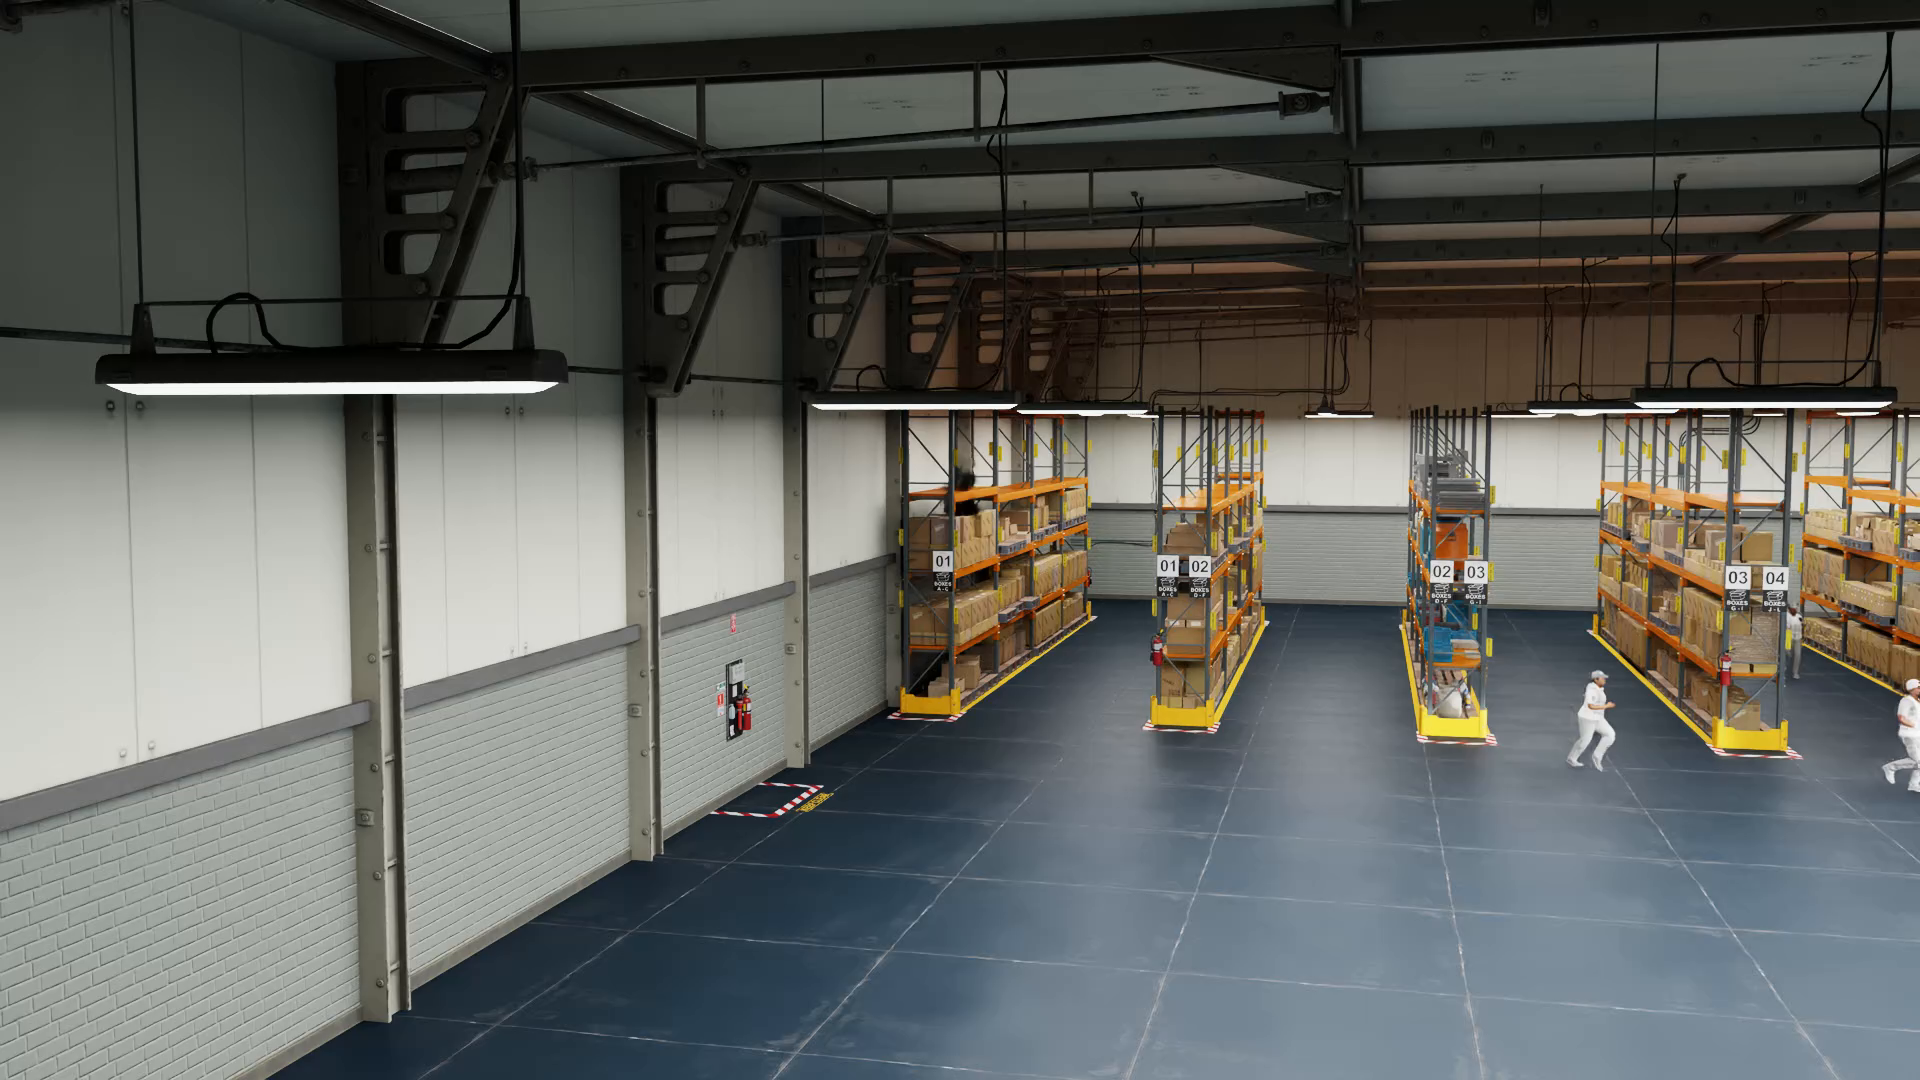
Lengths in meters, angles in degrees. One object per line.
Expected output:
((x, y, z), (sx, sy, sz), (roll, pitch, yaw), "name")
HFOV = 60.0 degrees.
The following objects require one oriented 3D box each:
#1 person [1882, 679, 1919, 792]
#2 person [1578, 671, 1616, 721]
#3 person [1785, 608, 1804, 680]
((14.674, 3.008, 25.692), (0.437, 1.741, 0.642), (-4, 5, -42), "person")
((10.403, 2.528, 27.112), (0.610, 0.812, 0.630), (3, 5, 40), "person")
((18.599, 2.248, 37.176), (0.579, 1.659, 0.859), (0, 4, 7), "person")
